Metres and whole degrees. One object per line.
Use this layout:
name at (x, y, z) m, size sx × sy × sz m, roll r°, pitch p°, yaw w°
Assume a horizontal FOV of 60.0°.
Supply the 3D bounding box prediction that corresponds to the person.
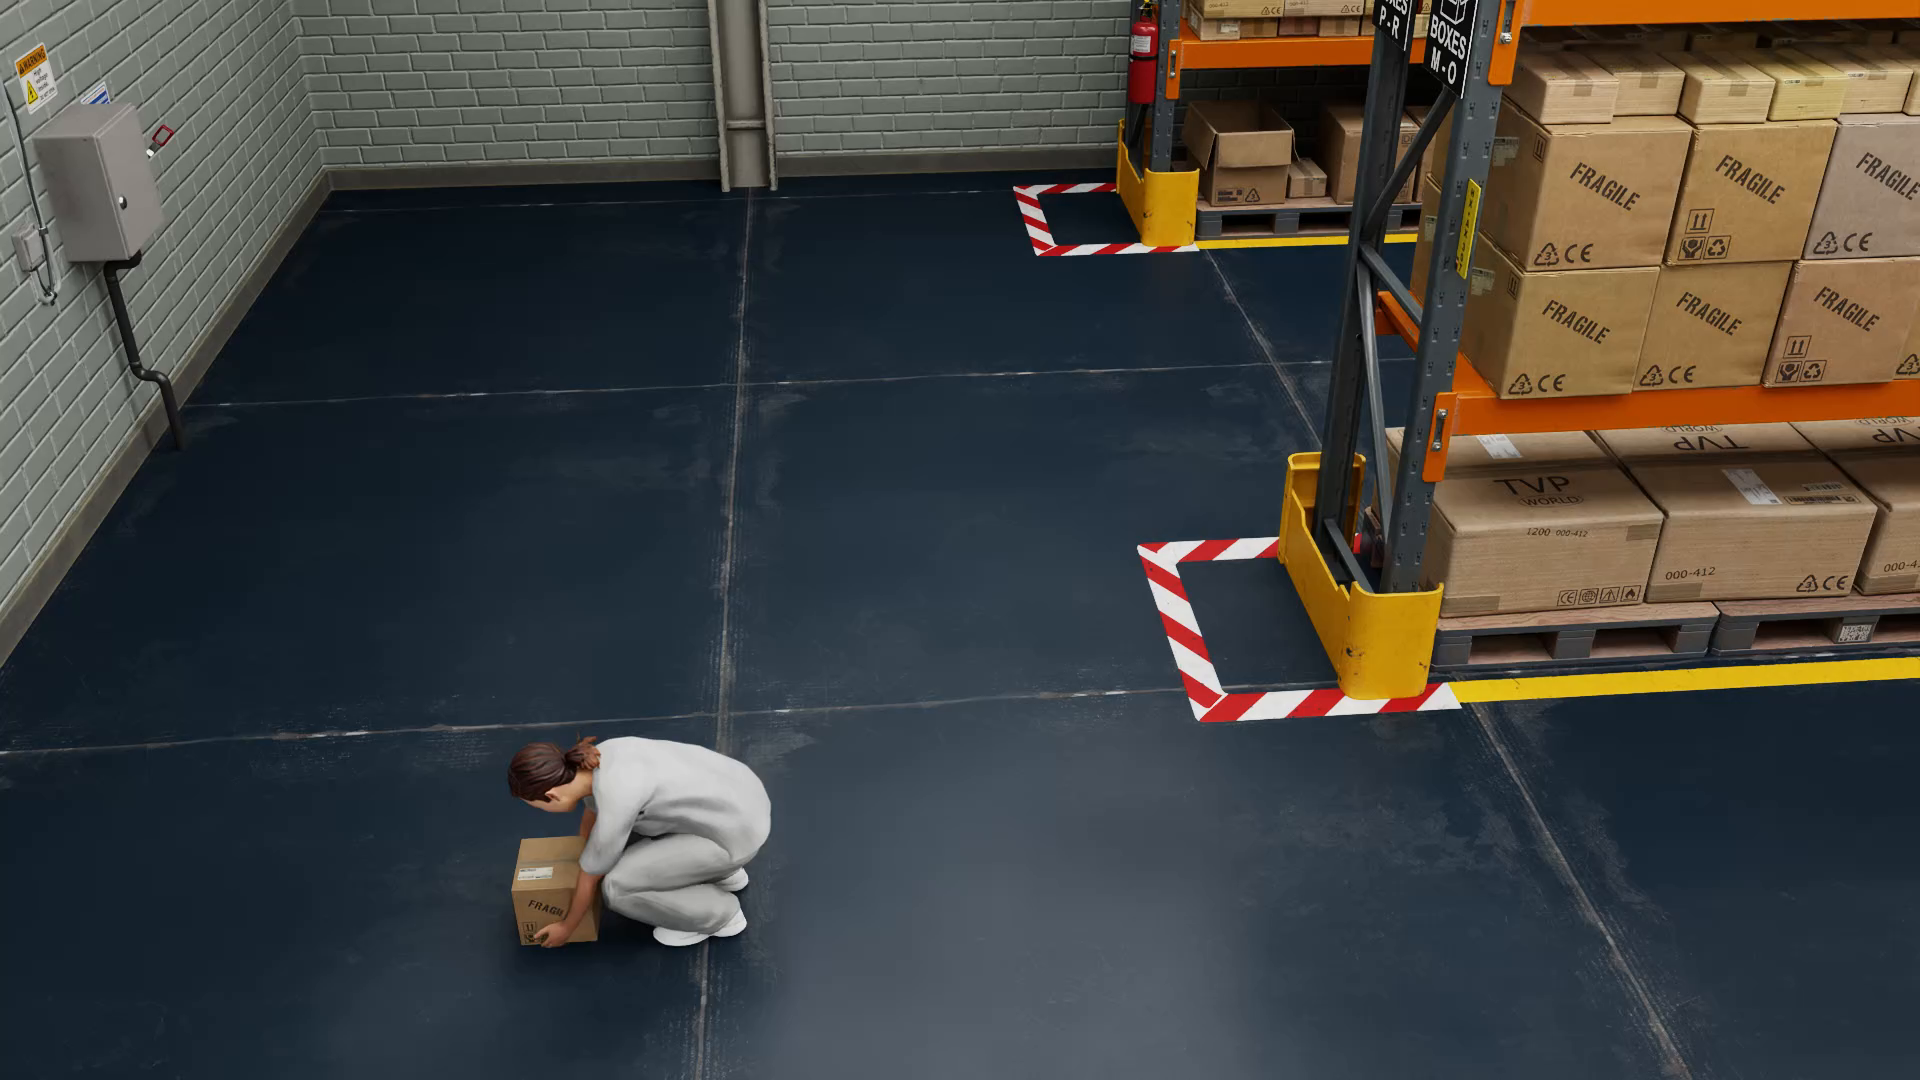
person at (-1.028, 0.955, 5.466) m, size 0.813 × 0.803 × 0.478 m, roll -3°, pitch 31°, yaw -5°
